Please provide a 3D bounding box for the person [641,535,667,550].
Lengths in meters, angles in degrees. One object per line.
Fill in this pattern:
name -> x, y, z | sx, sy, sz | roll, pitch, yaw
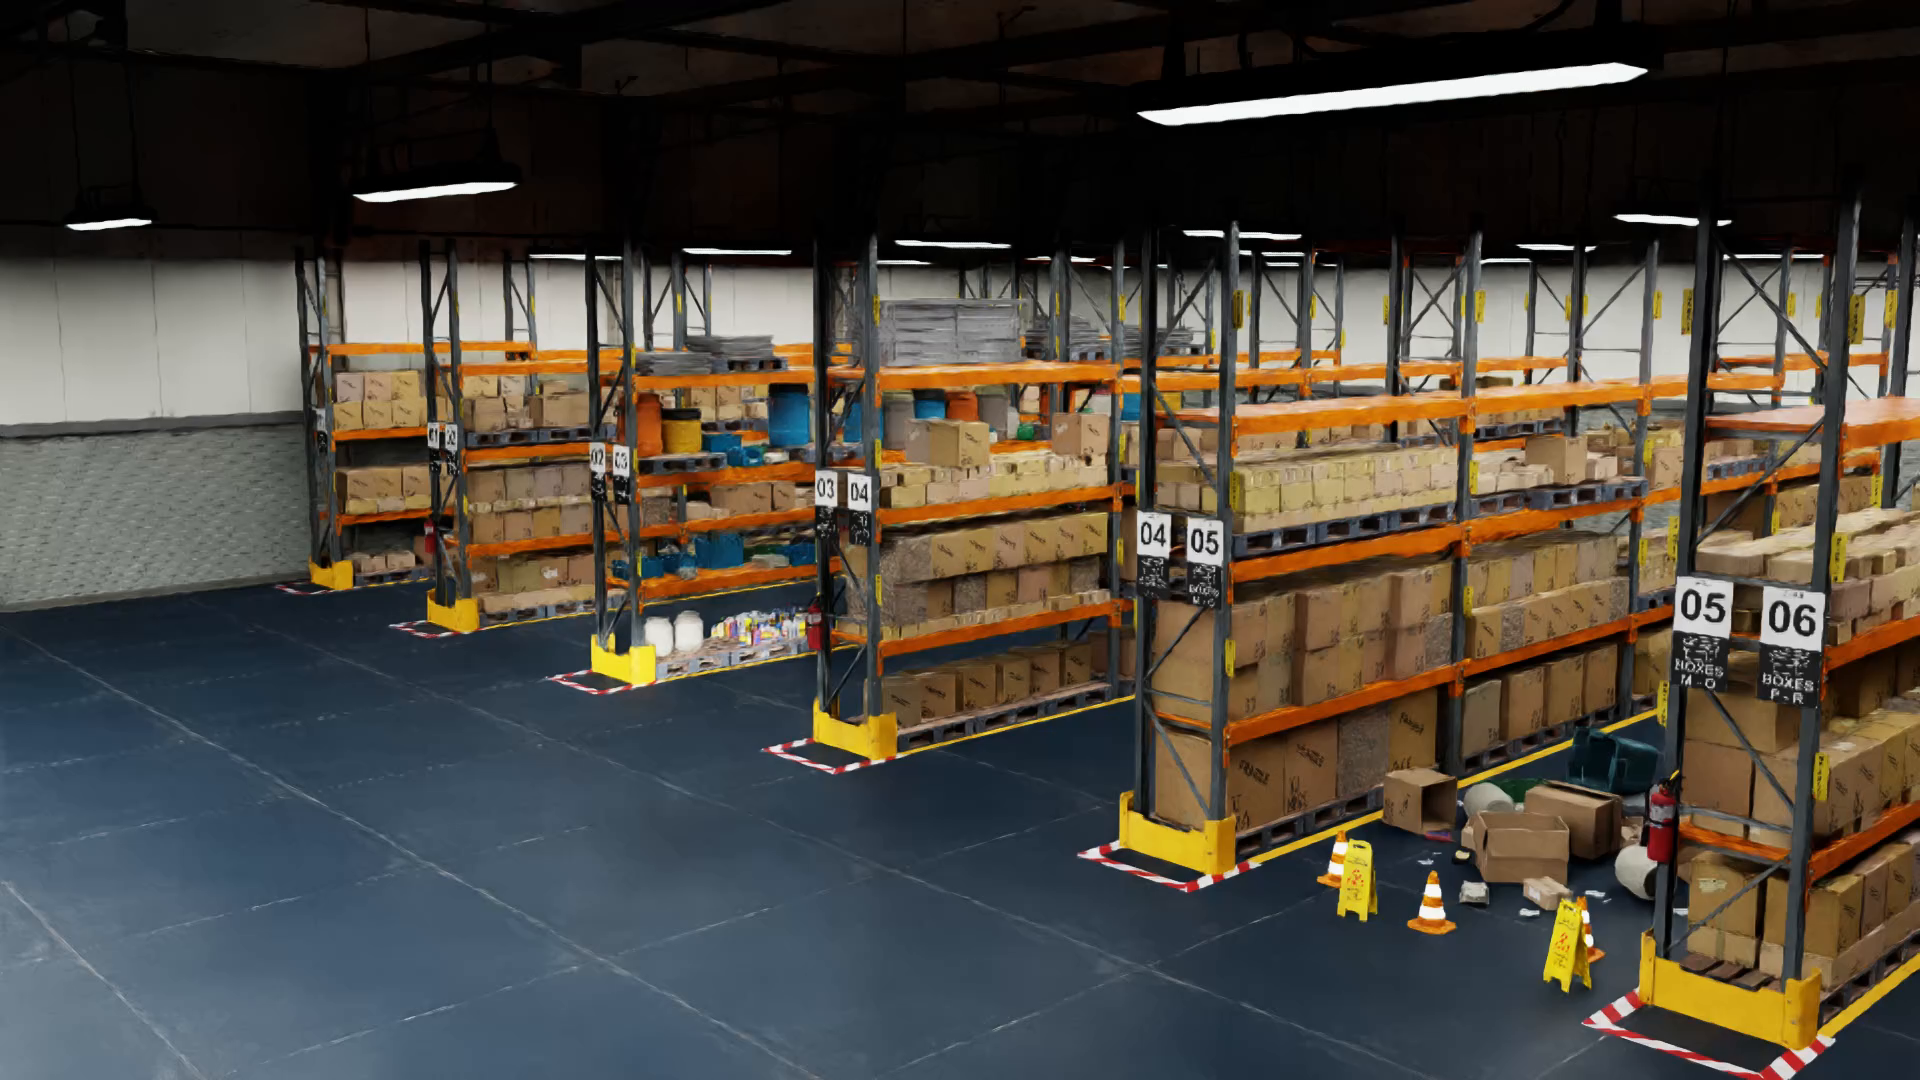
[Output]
person -> -5.655, -0.152, 30.537 | 0.575, 1.689, 1.128 | 8, 12, 44
